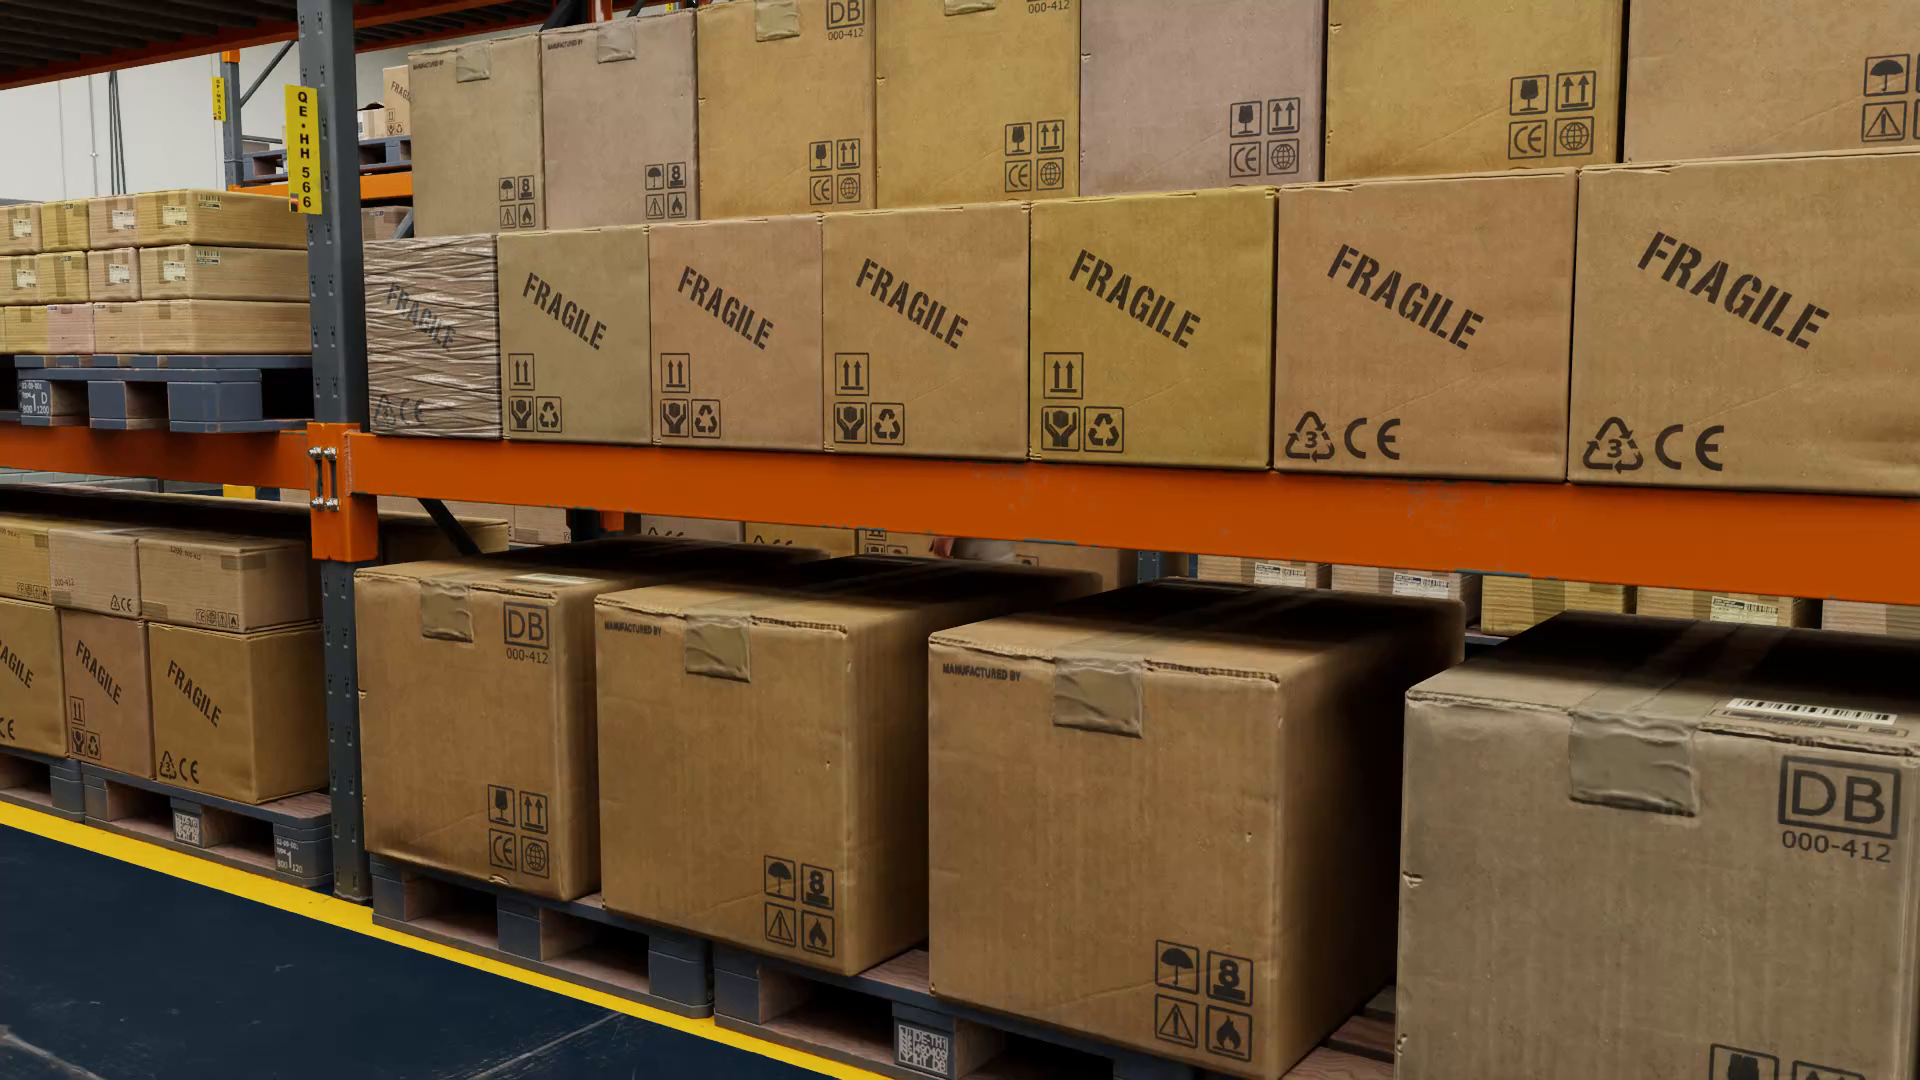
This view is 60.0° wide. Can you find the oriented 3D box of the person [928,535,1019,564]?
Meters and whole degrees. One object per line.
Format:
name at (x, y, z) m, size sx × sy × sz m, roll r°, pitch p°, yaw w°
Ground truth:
person at (0.026, -0.059, 6.321) m, size 0.642 × 1.717 × 0.648 m, roll 1°, pitch 6°, yaw 13°
